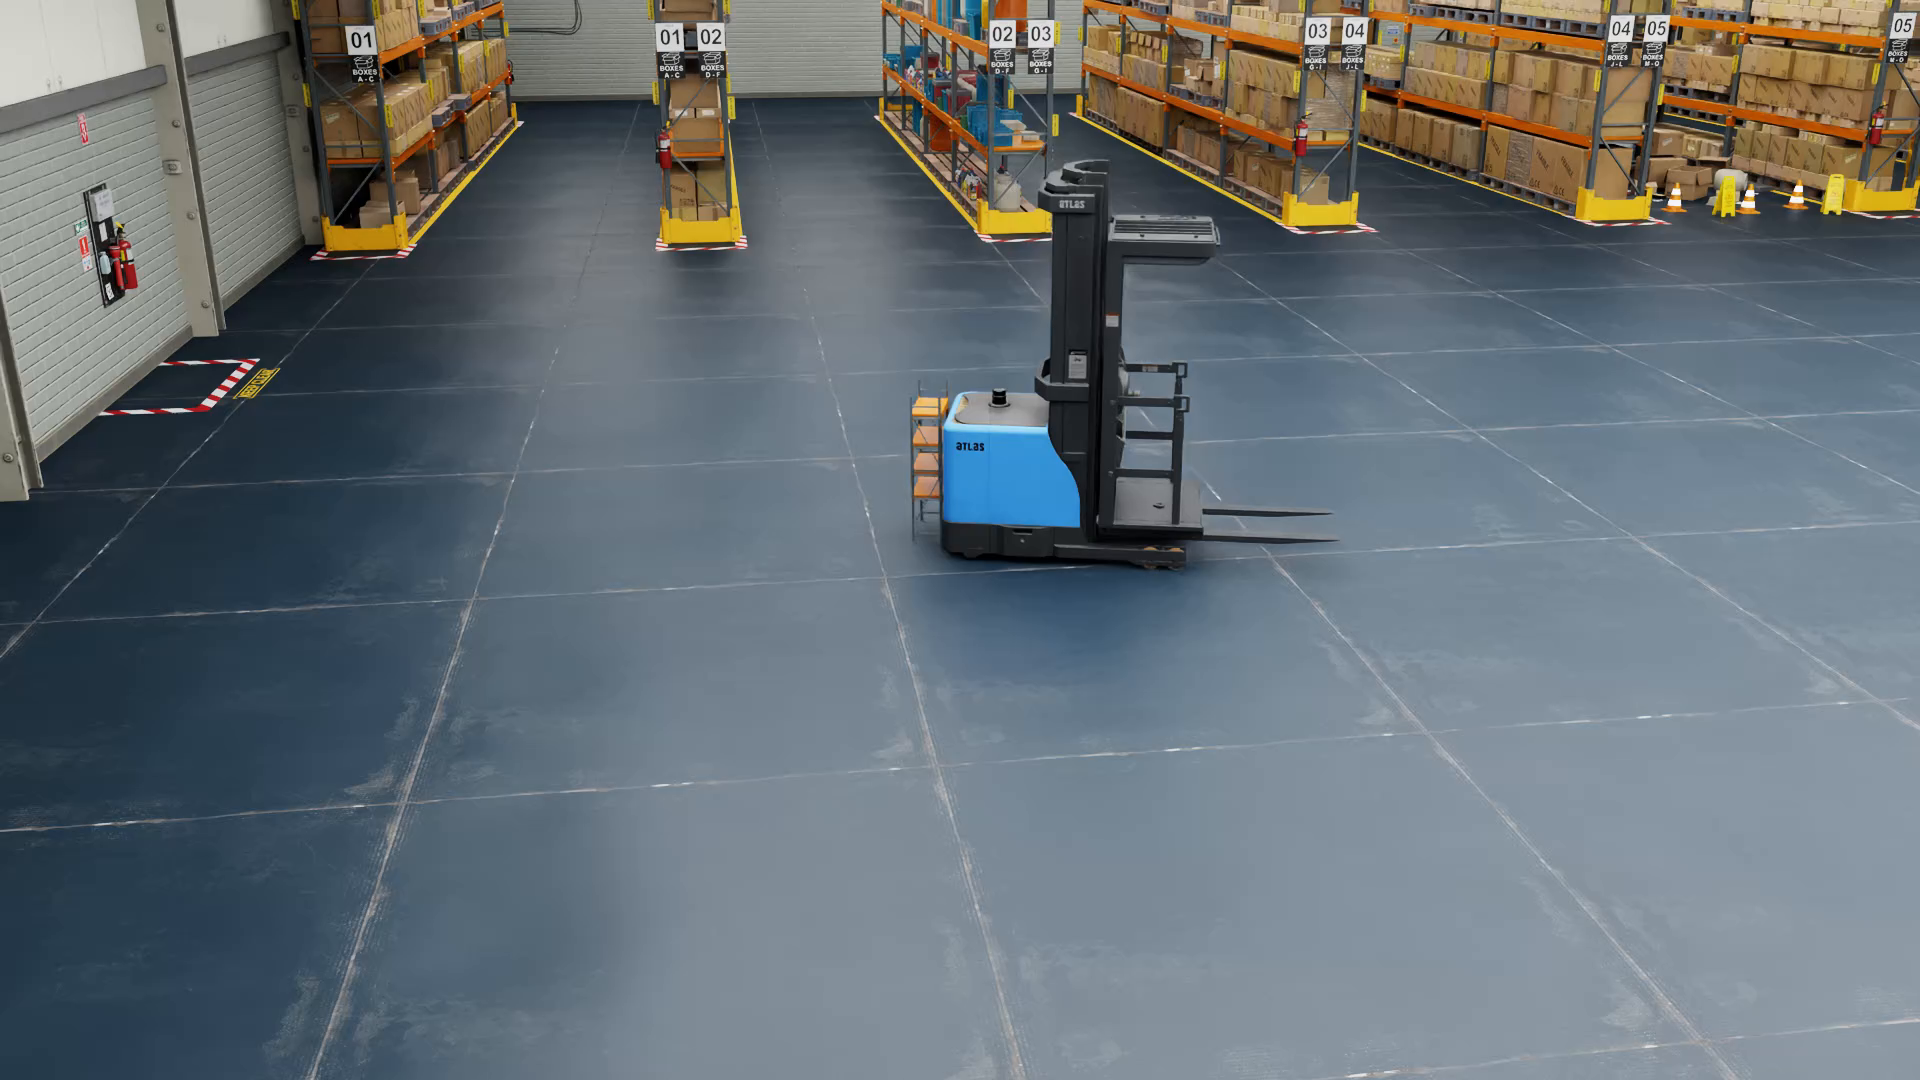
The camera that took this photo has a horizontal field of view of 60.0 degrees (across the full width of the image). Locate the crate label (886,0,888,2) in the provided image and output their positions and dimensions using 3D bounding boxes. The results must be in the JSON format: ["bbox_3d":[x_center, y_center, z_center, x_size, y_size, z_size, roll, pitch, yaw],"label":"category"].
[{"bbox_3d":[-1.567,-12.798,39.121,0.408,0.251,0.502,-3,21,-8],"label":"crate label"}]

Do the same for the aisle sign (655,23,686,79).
[{"bbox_3d":[-4.257,-7.191,24.466,0.394,0.787,0.004,-3,21,-8],"label":"aisle sign"}]

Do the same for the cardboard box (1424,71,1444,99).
[{"bbox_3d":[9.543,-9.021,32.939,0.500,0.500,0.500,-3,21,-8],"label":"cardboard box"}]

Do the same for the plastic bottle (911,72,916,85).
[{"bbox_3d":[-0.947,-9.775,35.279,0.152,0.276,0.135,-3,21,-8],"label":"plastic bottle"}]

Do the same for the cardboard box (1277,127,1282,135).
[{"bbox_3d":[5.439,-6.737,27.326,0.380,0.149,0.250,-3,21,-8],"label":"cardboard box"}]

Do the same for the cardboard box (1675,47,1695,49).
[{"bbox_3d":[14.906,-9.839,34.105,0.500,0.500,0.500,-3,21,-9],"label":"cardboard box"}]

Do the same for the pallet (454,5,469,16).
[{"bbox_3d":[-10.340,-10.453,32.899,1.003,0.211,1.213,-2,21,-5],"label":"pallet"}]

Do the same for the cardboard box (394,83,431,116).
[{"bbox_3d":[-9.080,-7.286,27.552,0.500,0.500,0.500,-3,21,-8],"label":"cardboard box"}]

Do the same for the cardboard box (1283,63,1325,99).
[{"bbox_3d":[5.503,-7.341,26.587,0.500,0.500,0.500,-3,21,-8],"label":"cardboard box"}]

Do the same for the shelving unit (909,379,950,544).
[{"bbox_3d":[-0.235,-0.621,13.161,0.258,1.200,0.503,2,21,6],"label":"shelving unit"}]

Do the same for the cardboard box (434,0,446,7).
[{"bbox_3d":[-10.156,-10.349,31.579,0.700,0.500,0.500,-5,21,-12],"label":"cardboard box"}]

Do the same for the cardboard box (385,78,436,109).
[{"bbox_3d":[-9.567,-7.769,28.958,0.700,0.500,0.500,-1,20,-2],"label":"cardboard box"}]

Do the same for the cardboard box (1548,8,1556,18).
[{"bbox_3d":[10.147,-8.881,28.036,0.380,0.149,0.250,-3,21,-7],"label":"cardboard box"}]

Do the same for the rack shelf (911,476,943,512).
[{"bbox_3d":[-0.233,-0.372,13.254,0.258,0.148,0.480,2,21,6],"label":"rack shelf"}]

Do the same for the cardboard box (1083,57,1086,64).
[{"bbox_3d":[3.245,-11.791,40.858,0.380,0.149,0.250,-3,21,-7],"label":"cardboard box"}]

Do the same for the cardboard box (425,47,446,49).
[{"bbox_3d":[-10.569,-9.753,33.375,0.500,0.250,0.500,-3,21,-9],"label":"cardboard box"}]

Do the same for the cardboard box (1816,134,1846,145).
[{"bbox_3d":[15.141,-6.960,28.895,0.380,0.149,0.250,-2,21,-6],"label":"cardboard box"}]

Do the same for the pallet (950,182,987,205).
[{"bbox_3d":[0.405,-6.103,29.254,1.003,0.211,1.213,-3,21,-8],"label":"pallet"}]

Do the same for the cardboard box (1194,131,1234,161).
[{"bbox_3d":[4.971,-7.695,32.476,0.700,0.500,0.500,-1,21,-3],"label":"cardboard box"}]

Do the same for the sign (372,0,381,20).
[{"bbox_3d":[-8.341,-7.601,23.744,0.100,0.325,0.005,-3,21,-8],"label":"sign"}]

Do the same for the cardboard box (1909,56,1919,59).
[{"bbox_3d":[19.829,-9.925,34.432,0.380,0.149,0.250,-3,21,-8],"label":"cardboard box"}]

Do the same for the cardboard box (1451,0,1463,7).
[{"bbox_3d":[9.703,-10.312,31.635,0.500,0.311,0.500,-4,21,-10],"label":"cardboard box"}]

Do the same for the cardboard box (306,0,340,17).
[{"bbox_3d":[-9.199,-7.825,23.992,0.500,0.500,0.500,-2,21,-5],"label":"cardboard box"}]

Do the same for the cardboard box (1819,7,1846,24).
[{"bbox_3d":[15.142,-9.000,28.528,0.500,0.250,0.500,-2,21,-6],"label":"cardboard box"}]

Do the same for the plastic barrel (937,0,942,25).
[{"bbox_3d":[-0.127,-9.902,30.437,0.600,0.901,0.708,-3,21,-8],"label":"plastic barrel"}]

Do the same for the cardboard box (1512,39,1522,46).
[{"bbox_3d":[13.497,-12.004,39.497,0.500,0.500,0.500,-3,21,-9],"label":"cardboard box"}]

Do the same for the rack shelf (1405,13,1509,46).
[{"bbox_3d":[9.885,-9.869,32.095,1.077,0.370,4.000,-3,21,-8],"label":"rack shelf"}]

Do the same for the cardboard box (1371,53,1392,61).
[{"bbox_3d":[8.958,-10.268,35.329,0.380,0.149,0.250,-2,21,-6],"label":"cardboard box"}]

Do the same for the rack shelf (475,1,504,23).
[{"bbox_3d":[-10.896,-11.675,36.928,1.077,0.370,4.000,-3,21,-8],"label":"rack shelf"}]

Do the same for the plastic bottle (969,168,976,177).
[{"bbox_3d":[0.198,-6.316,28.996,0.144,0.351,0.185,-3,21,-8],"label":"plastic bottle"}]

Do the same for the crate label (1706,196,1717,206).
[{"bbox_3d":[13.071,-5.847,28.674,0.250,0.136,0.298,-15,25,-35],"label":"crate label"}]

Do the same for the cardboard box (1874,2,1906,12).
[{"bbox_3d":[15.293,-8.772,27.347,0.380,0.149,0.250,-3,21,-7],"label":"cardboard box"}]

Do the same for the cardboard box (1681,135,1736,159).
[{"bbox_3d":[14.872,-7.789,32.940,0.950,0.372,0.625,-2,21,-4],"label":"cardboard box"}]

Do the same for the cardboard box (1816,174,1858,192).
[{"bbox_3d":[15.247,-6.192,28.837,0.500,0.250,0.500,-3,21,-8],"label":"cardboard box"}]

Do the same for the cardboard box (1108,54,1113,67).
[{"bbox_3d":[3.697,-11.051,38.307,0.500,0.250,0.500,-2,21,-6],"label":"cardboard box"}]

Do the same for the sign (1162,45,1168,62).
[{"bbox_3d":[4.125,-9.792,33.491,0.100,0.325,0.005,-3,21,-8],"label":"sign"}]

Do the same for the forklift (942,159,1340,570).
[{"bbox_3d":[1.412,-1.340,12.616,3.031,2.935,1.130,2,21,6],"label":"forklift"}]

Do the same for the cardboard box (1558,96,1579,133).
[{"bbox_3d":[10.551,-7.110,27.750,0.875,0.550,0.550,-3,21,-8],"label":"cardboard box"}]

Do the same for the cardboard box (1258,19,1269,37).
[{"bbox_3d":[5.288,-8.522,27.674,0.500,0.250,0.500,-3,21,-9],"label":"cardboard box"}]

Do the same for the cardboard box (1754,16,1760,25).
[{"bbox_3d":[14.857,-9.559,30.595,0.380,0.149,0.250,-3,21,-9],"label":"cardboard box"}]

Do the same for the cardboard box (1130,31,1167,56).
[{"bbox_3d":[4.198,-10.959,36.696,0.797,0.503,0.637,-3,21,-9],"label":"cardboard box"}]

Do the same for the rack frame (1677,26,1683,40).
[{"bbox_3d":[18.239,-12.800,43.200,1.000,3.000,0.127,-3,21,-8],"label":"rack frame"}]

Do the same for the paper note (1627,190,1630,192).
[{"bbox_3d":[12.180,-6.336,30.149,0.172,0.023,0.155,4,21,11],"label":"paper note"}]

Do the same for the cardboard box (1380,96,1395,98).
[{"bbox_3d":[9.529,-9.650,36.666,0.500,0.250,0.500,-4,21,-10],"label":"cardboard box"}]

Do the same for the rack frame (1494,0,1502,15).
[{"bbox_3d":[10.173,-10.919,29.590,1.000,3.000,0.127,-3,21,-8],"label":"rack frame"}]

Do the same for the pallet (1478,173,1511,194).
[{"bbox_3d":[10.205,-6.535,30.412,1.003,0.211,1.213,-3,21,-8],"label":"pallet"}]

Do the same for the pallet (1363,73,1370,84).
[{"bbox_3d":[9.271,-10.087,36.211,1.003,0.211,1.213,-3,21,-8],"label":"pallet"}]

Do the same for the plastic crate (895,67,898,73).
[{"bbox_3d":[-1.231,-10.687,37.850,0.437,0.125,0.590,-3,21,-8],"label":"plastic crate"}]

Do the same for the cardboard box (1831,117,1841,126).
[{"bbox_3d":[15.206,-7.181,28.516,0.380,0.149,0.250,-3,21,-9],"label":"cardboard box"}]
